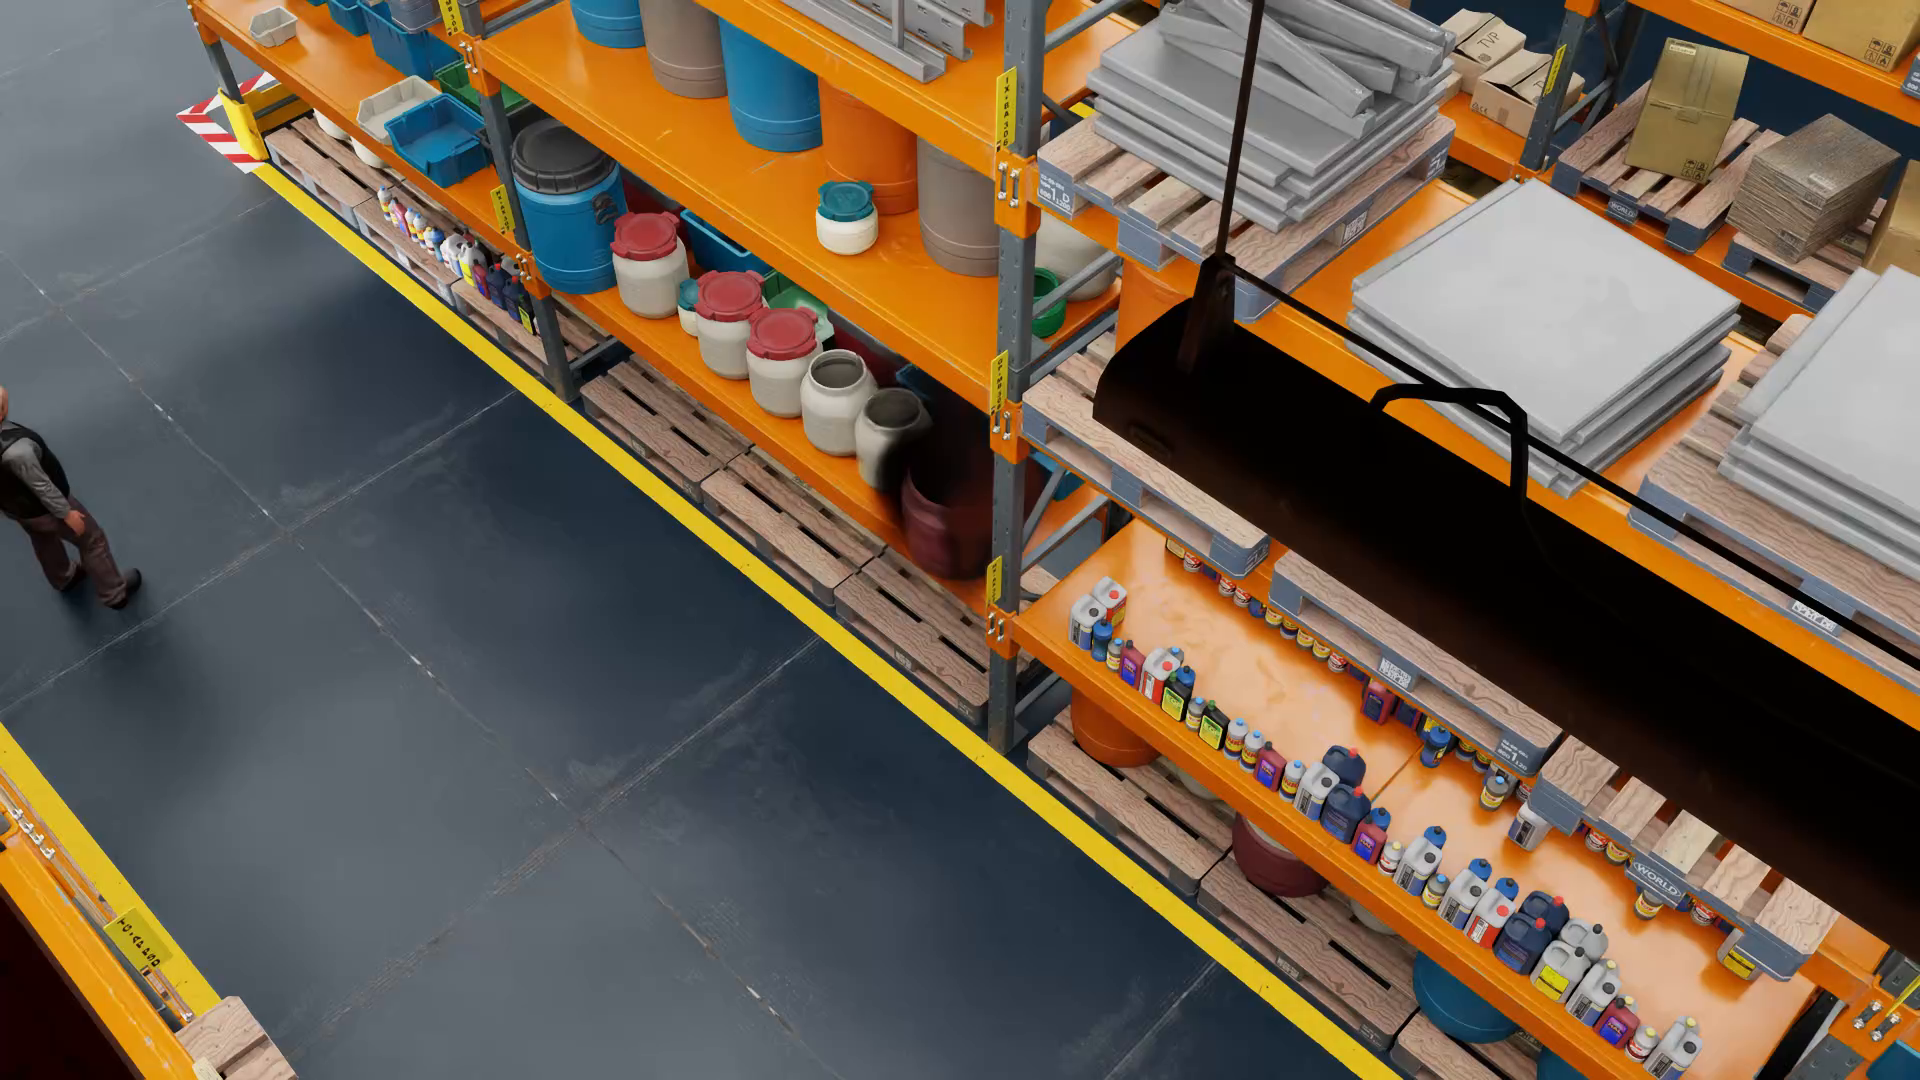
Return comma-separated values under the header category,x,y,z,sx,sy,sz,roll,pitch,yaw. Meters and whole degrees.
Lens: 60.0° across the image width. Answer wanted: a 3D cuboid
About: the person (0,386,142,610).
category,x,y,z,sx,sy,sz,roll,pitch,yaw
person,-5.230,-0.242,9.473,0.591,1.720,0.412,23,54,18
